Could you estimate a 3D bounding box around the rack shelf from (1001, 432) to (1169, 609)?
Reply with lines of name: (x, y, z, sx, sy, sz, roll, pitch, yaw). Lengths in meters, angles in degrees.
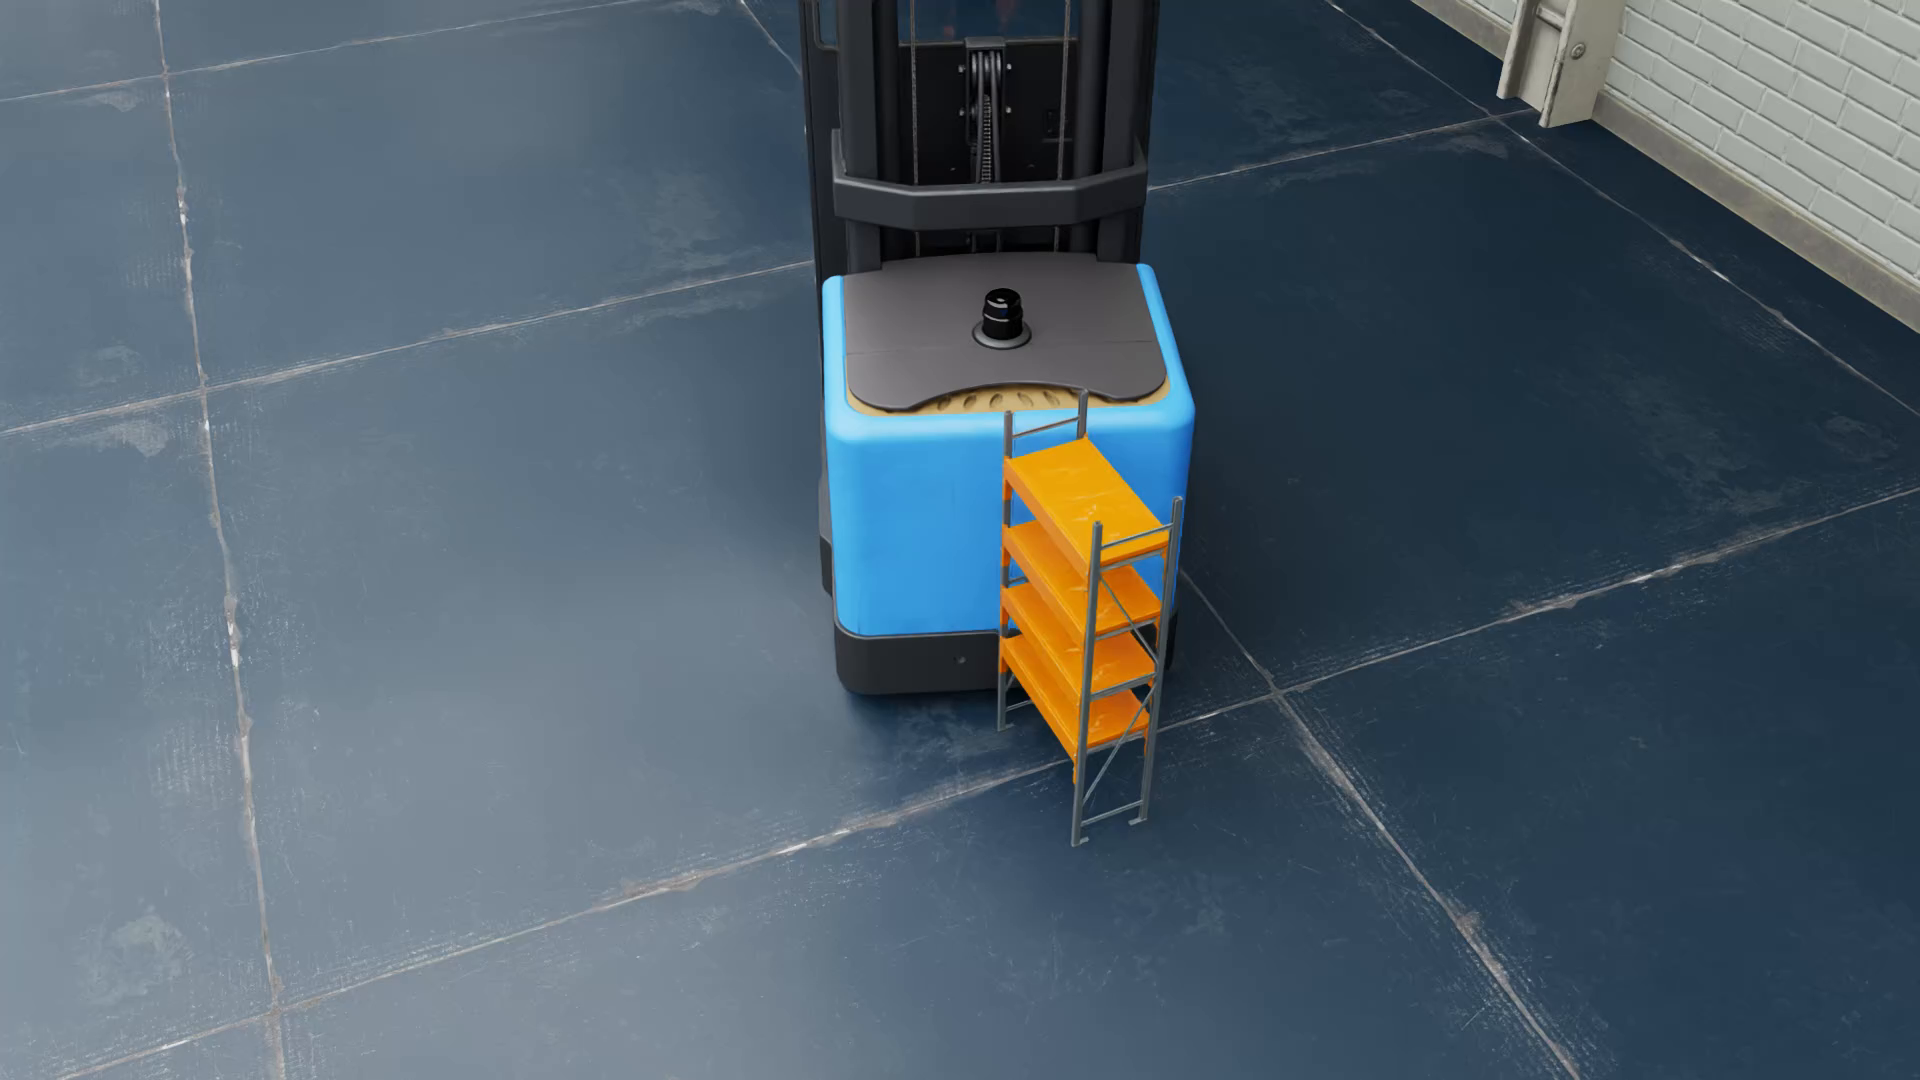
rack shelf: (0.326, -0.058, 4.295, 0.258, 0.148, 0.480, -17, 43, -18)

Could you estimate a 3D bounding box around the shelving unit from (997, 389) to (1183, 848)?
shelving unit: (0.326, 0.240, 4.551, 0.258, 1.200, 0.503, -17, 43, -18)

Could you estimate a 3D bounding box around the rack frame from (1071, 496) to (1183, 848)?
rack frame: (0.428, 0.384, 4.383, 0.240, 1.200, 0.015, -17, 43, -18)

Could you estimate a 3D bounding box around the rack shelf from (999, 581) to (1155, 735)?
rack shelf: (0.326, 0.291, 4.595, 0.258, 0.148, 0.480, -17, 43, -18)

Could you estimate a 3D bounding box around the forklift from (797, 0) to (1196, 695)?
forklift: (0.038, -1.587, 5.347, 1.130, 2.935, 3.031, -3, 41, -3)

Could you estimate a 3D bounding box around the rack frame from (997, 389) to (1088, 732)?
rack frame: (0.225, 0.095, 4.719, 0.240, 1.200, 0.015, -17, 43, -18)

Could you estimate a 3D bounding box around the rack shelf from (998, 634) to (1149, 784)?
rack shelf: (0.326, 0.441, 4.725, 0.258, 0.148, 0.480, -17, 43, -18)

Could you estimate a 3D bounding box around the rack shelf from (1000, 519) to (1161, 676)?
rack shelf: (0.326, 0.121, 4.449, 0.258, 0.148, 0.480, -17, 43, -18)

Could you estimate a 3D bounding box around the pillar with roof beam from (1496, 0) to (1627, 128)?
pillar with roof beam: (-1.070, -4.494, 4.075, 9.100, 9.000, 0.400, -15, 43, -17)
